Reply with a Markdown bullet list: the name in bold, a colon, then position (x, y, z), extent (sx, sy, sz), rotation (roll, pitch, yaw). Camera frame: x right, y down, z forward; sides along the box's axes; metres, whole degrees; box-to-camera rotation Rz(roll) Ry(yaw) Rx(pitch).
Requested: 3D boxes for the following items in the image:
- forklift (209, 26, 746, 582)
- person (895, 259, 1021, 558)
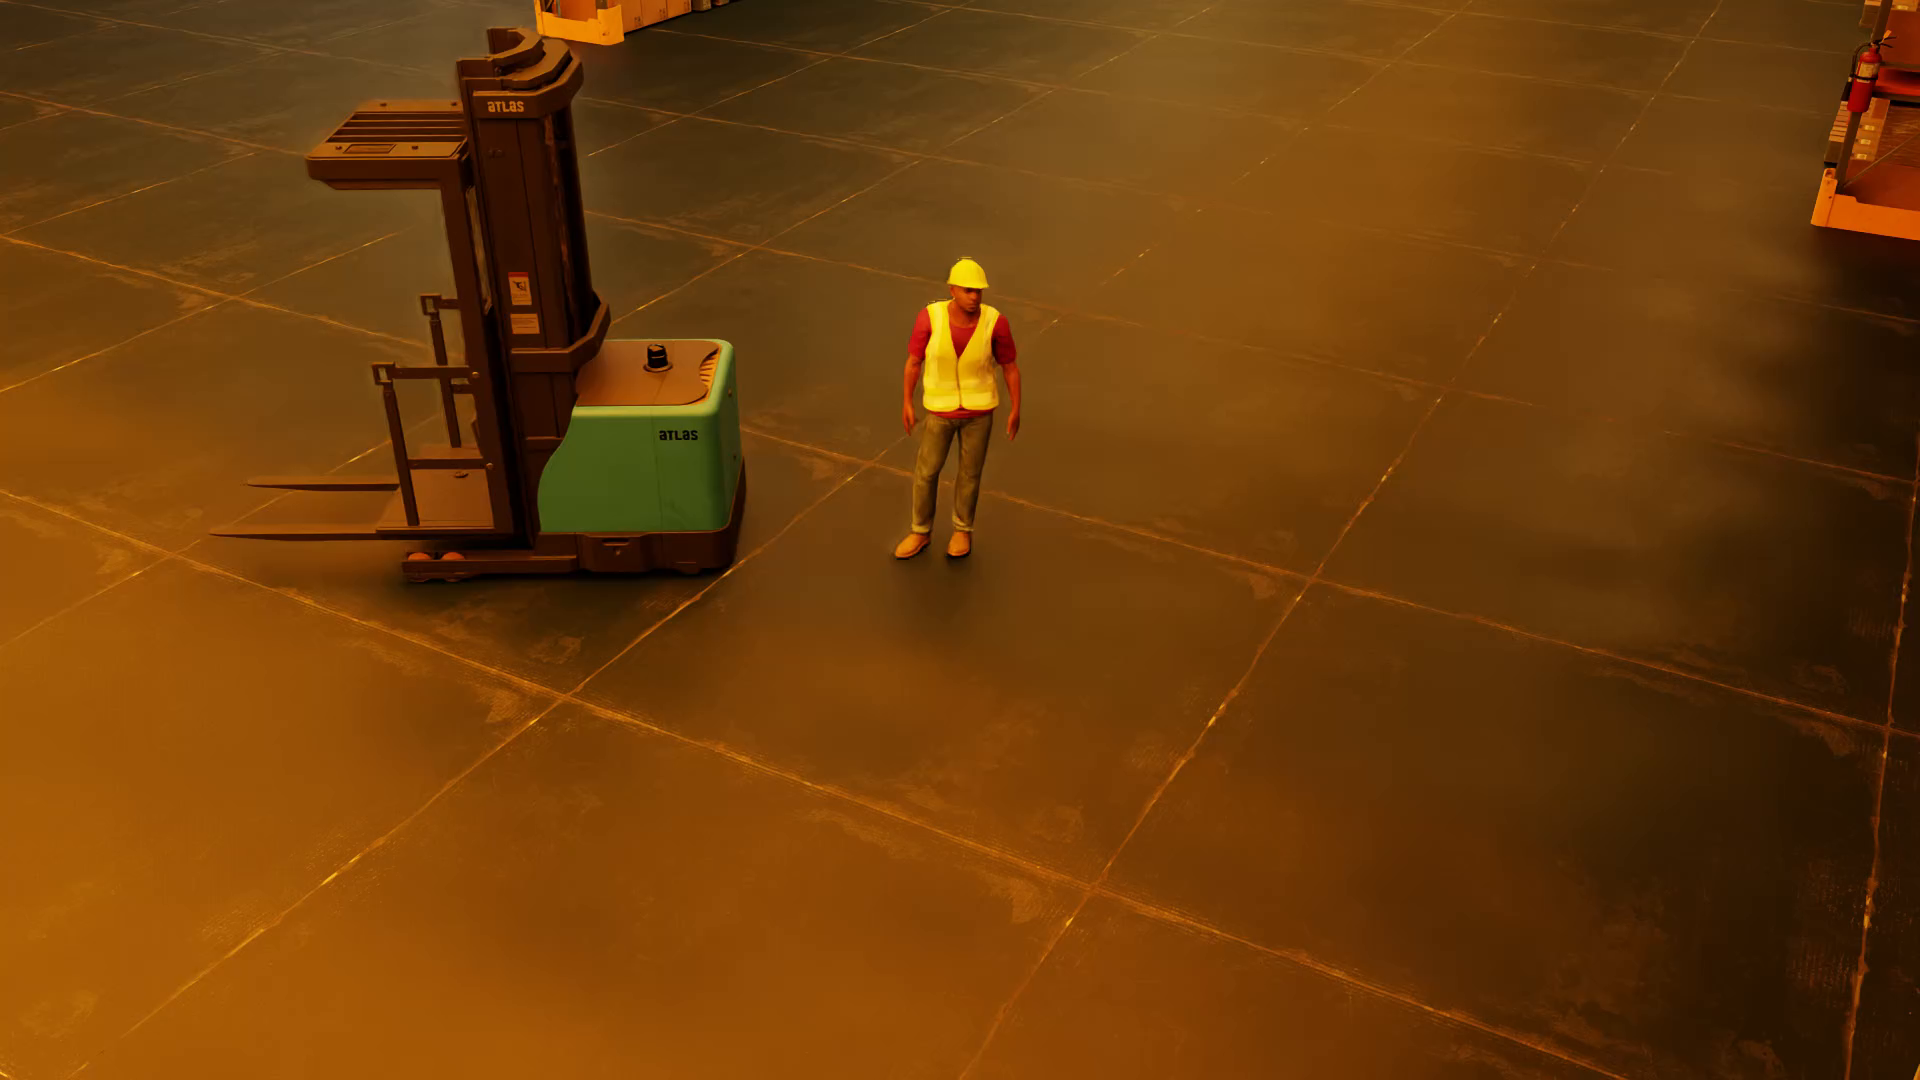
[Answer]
- **forklift**: position (-2.843, -1.295, 9.314), extent (3.031, 2.935, 1.130), rotation (-1, 30, -1)
- **person**: position (-0.020, -0.749, 9.535), extent (0.739, 1.768, 0.429), rotation (-1, 30, -2)
